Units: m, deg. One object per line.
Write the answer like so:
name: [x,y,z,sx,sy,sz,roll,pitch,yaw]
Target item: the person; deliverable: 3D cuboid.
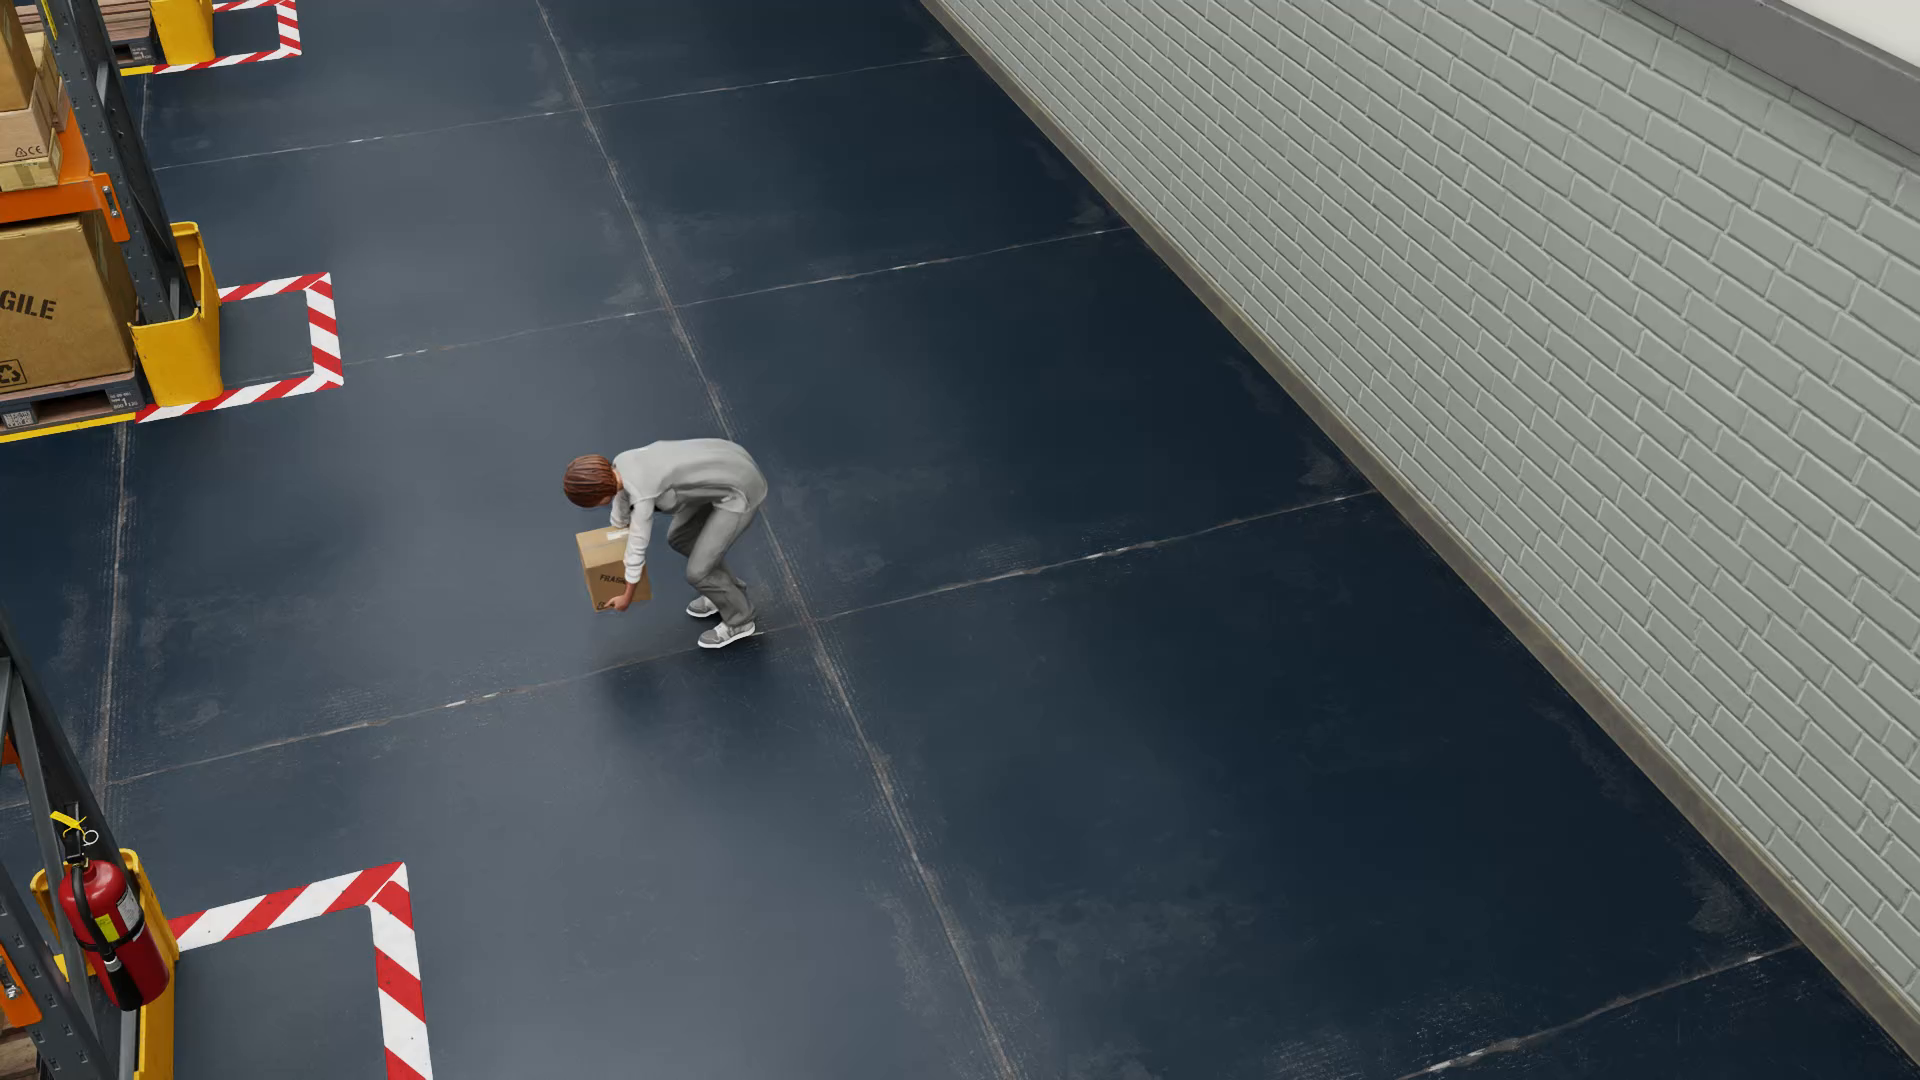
person: [-1.240,0.006,7.219,0.853,1.059,0.411,-15,41,-18]
